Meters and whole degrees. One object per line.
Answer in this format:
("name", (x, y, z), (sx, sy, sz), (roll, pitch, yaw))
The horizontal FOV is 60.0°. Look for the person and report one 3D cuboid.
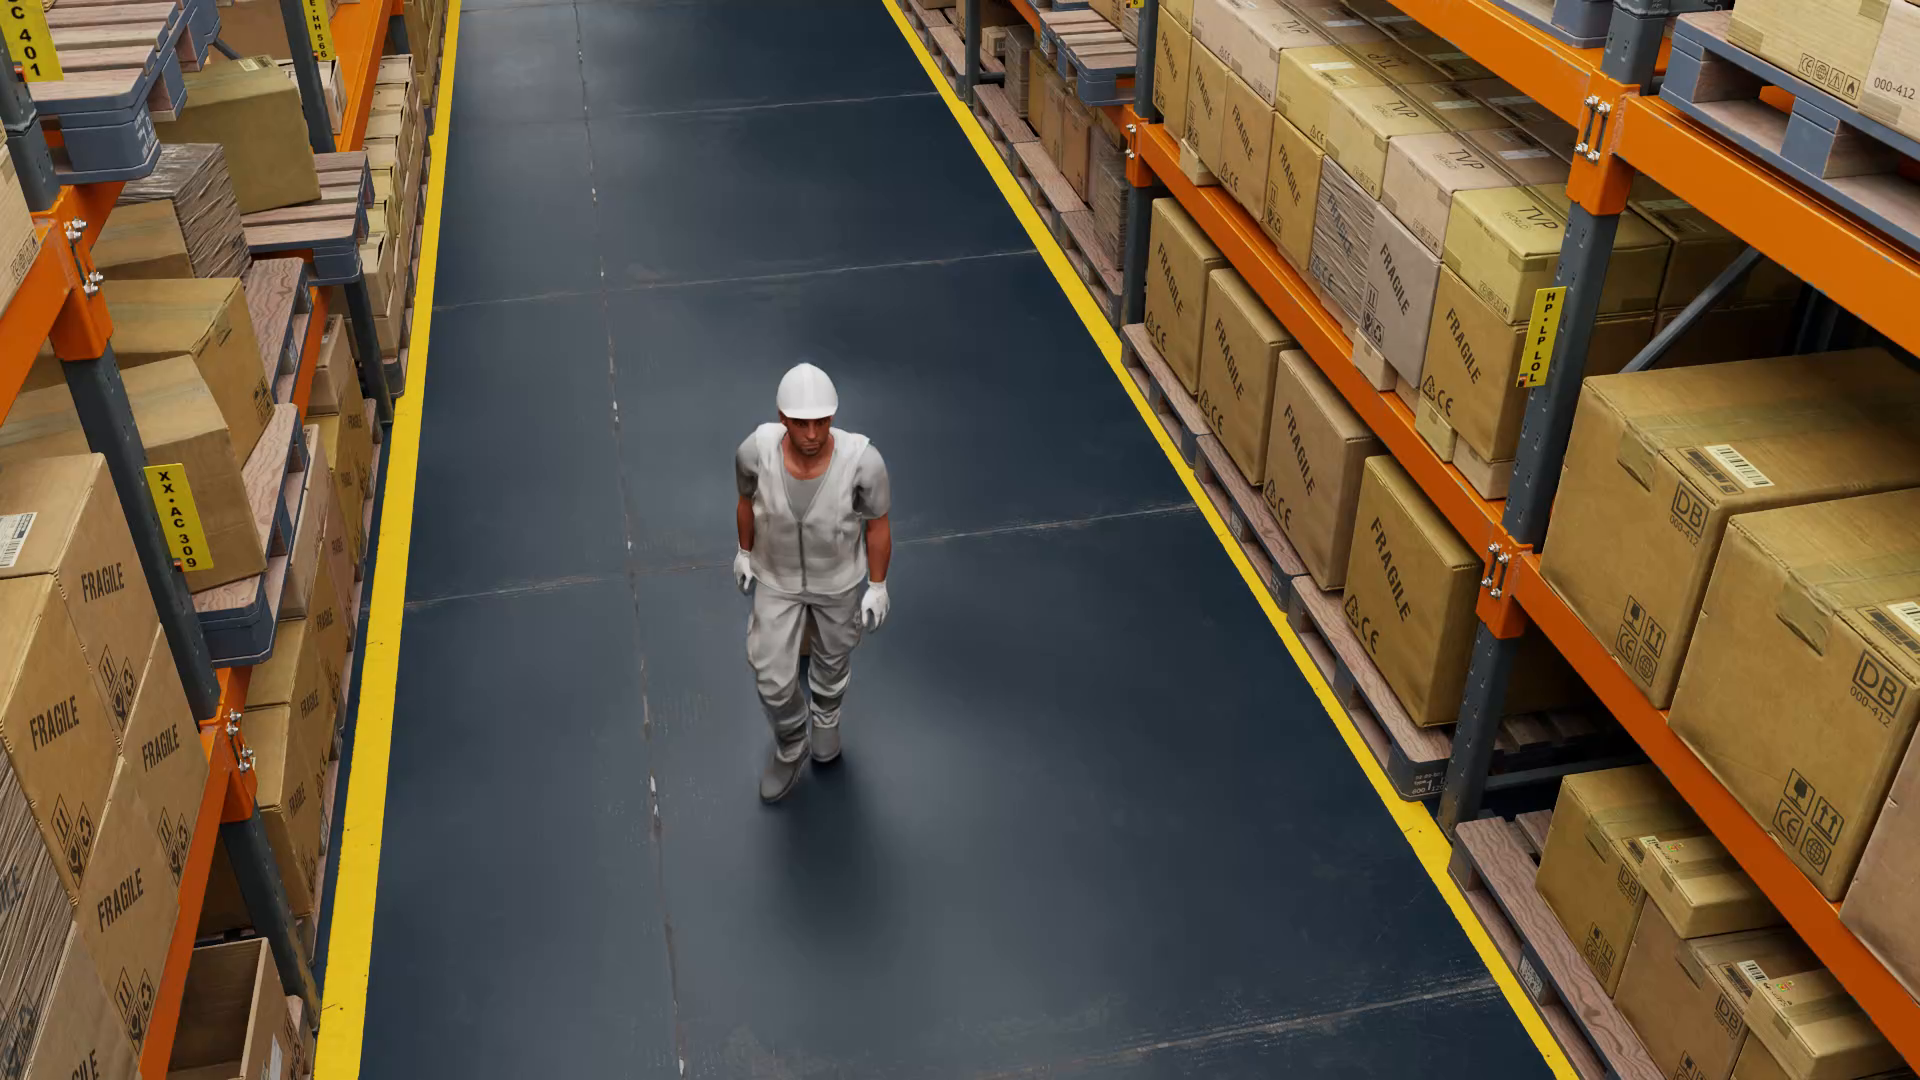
("person", (-0.526, 0.132, 5.908), (0.579, 1.785, 0.545), (-1, 34, -2))
